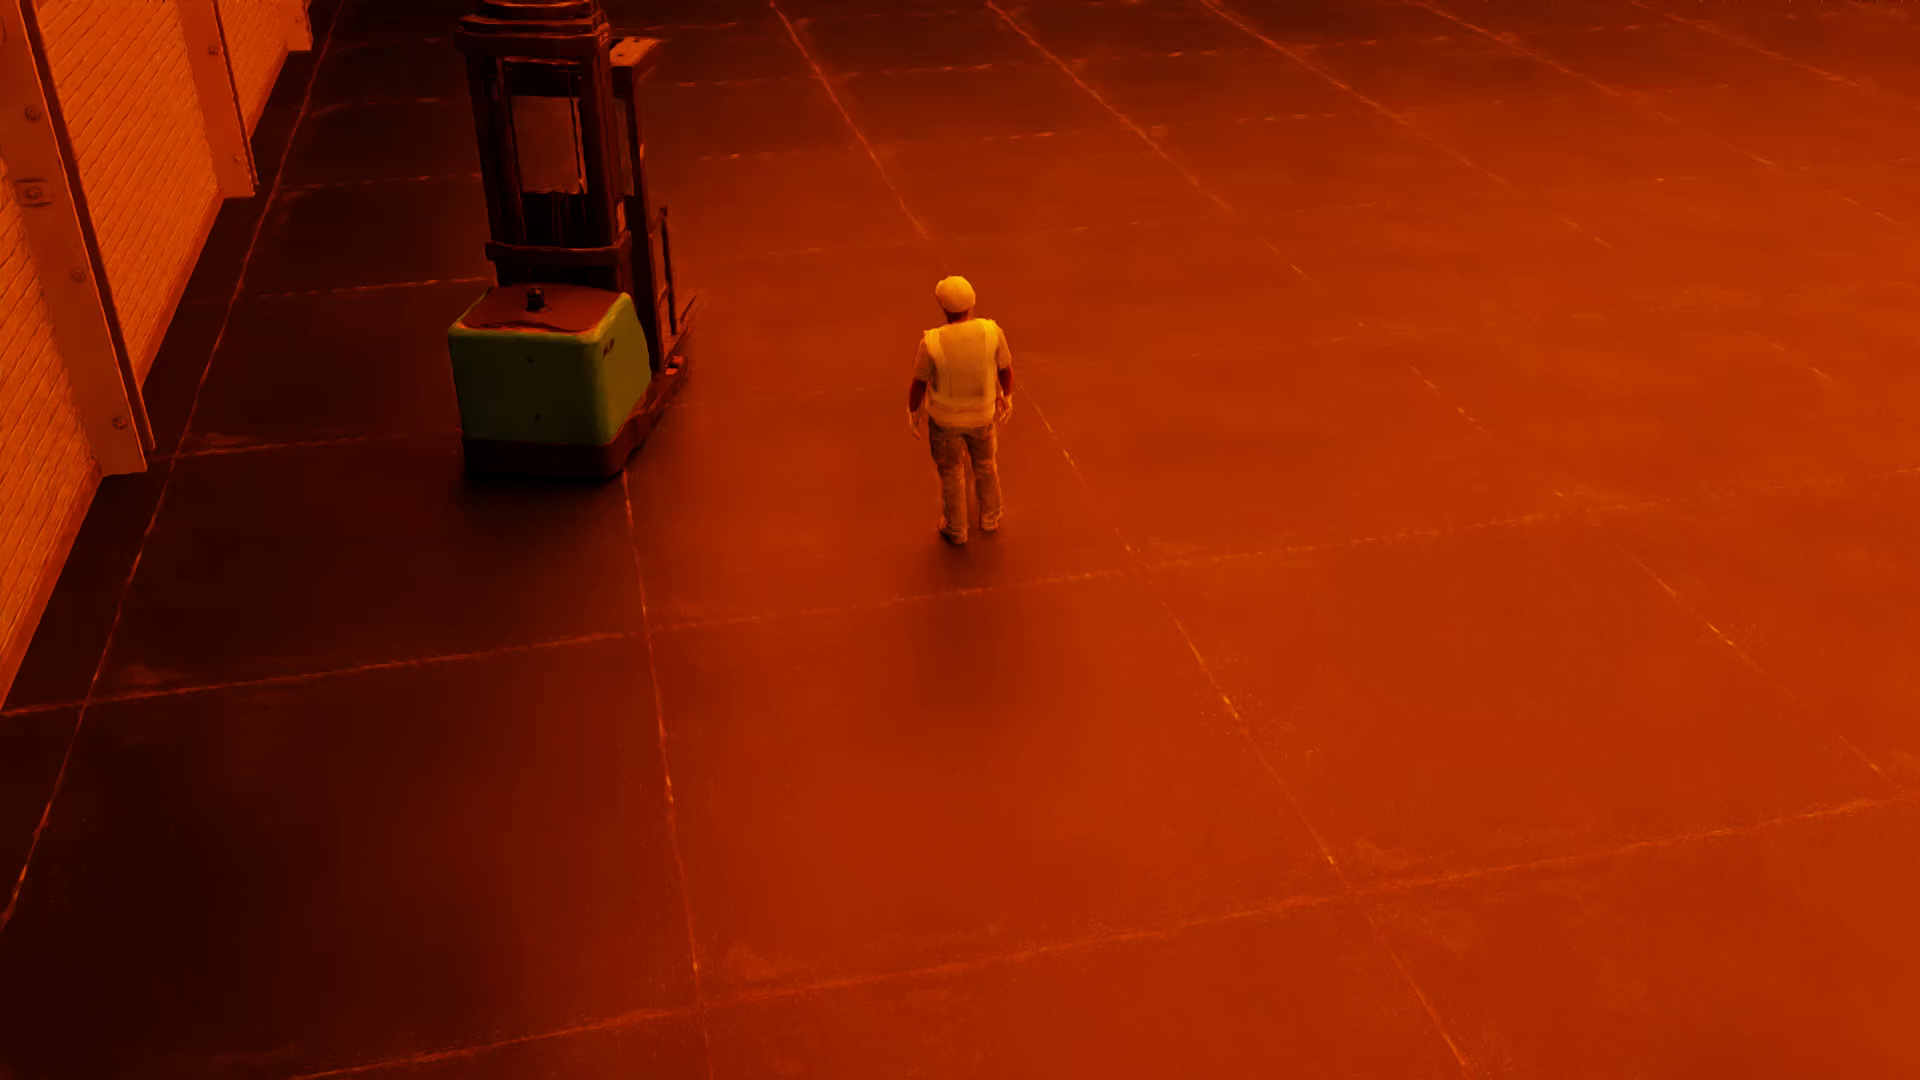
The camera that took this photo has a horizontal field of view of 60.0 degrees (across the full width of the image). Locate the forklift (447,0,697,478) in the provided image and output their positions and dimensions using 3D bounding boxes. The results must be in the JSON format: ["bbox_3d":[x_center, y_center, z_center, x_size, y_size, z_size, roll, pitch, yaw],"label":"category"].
[{"bbox_3d":[-2.657,-2.397,11.715,1.130,2.935,3.031,3,30,6],"label":"forklift"}]

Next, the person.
[{"bbox_3d":[-0.009,-0.814,10.112,0.655,1.782,0.576,-7,31,-12],"label":"person"}]
